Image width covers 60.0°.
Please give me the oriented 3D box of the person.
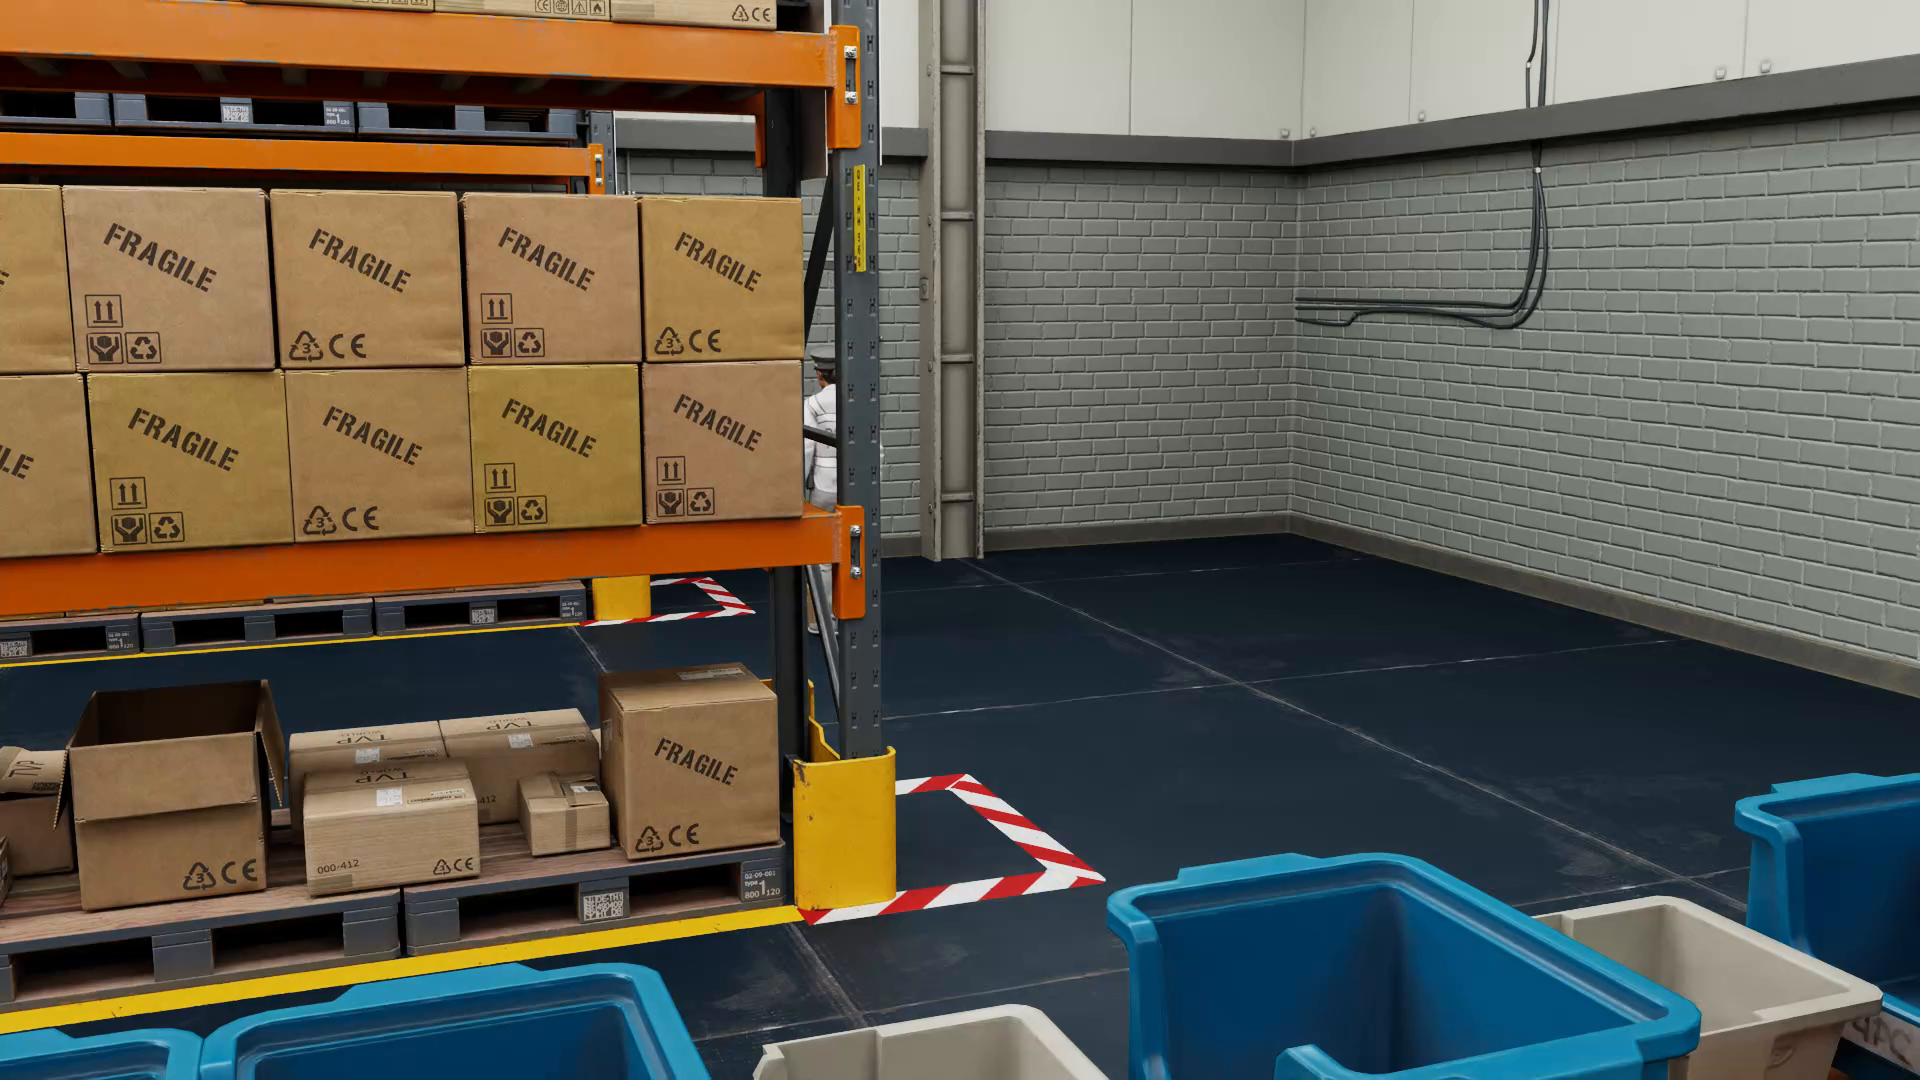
[{"bbox_3d":[-0.704,-0.268,9.542,0.542,1.665,0.406,-4,10,-23],"label":"person"}]
